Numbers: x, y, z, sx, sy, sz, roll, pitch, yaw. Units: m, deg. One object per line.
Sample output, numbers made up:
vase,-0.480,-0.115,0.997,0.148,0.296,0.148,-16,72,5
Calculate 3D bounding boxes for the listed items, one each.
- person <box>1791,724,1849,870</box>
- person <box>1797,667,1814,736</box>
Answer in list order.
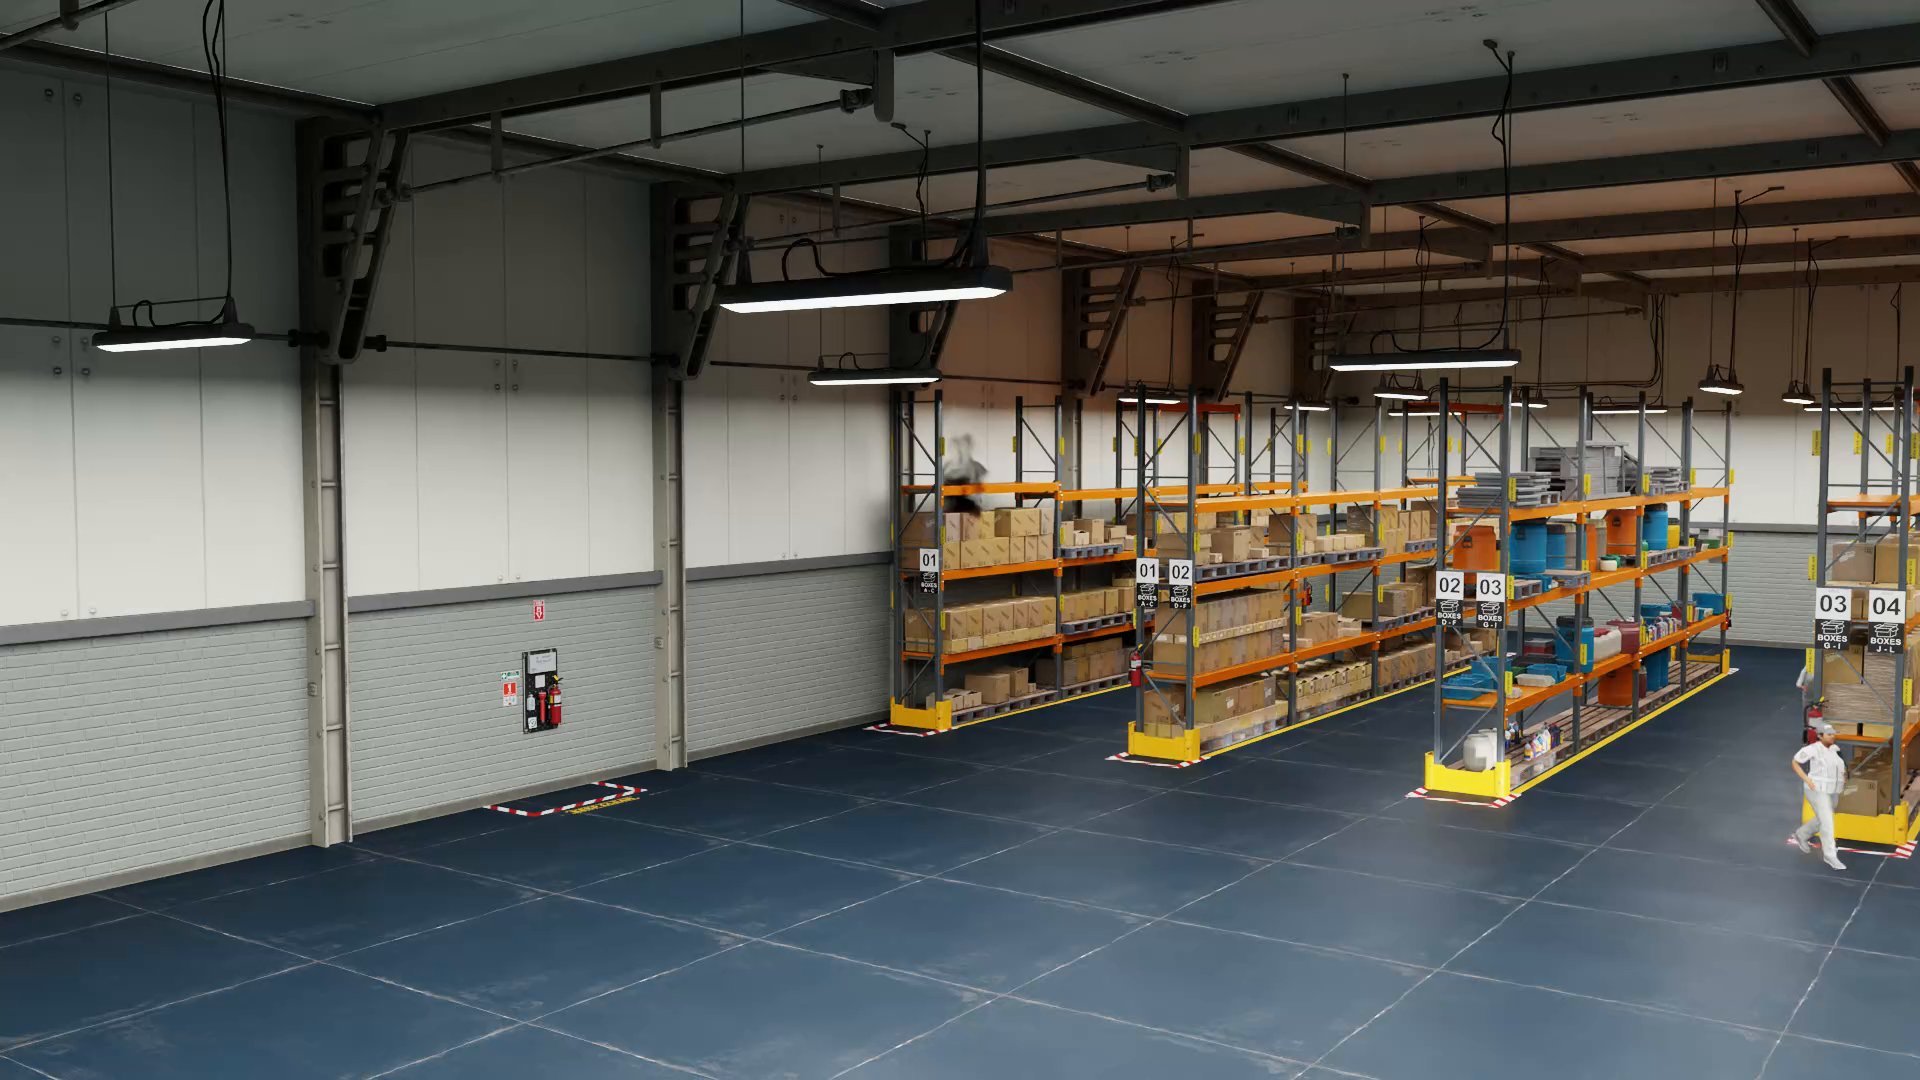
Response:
person,10.368,3.036,19.987,0.627,1.672,0.831,-1,3,-22
person,14.107,2.656,27.482,0.516,1.605,0.854,2,4,27
